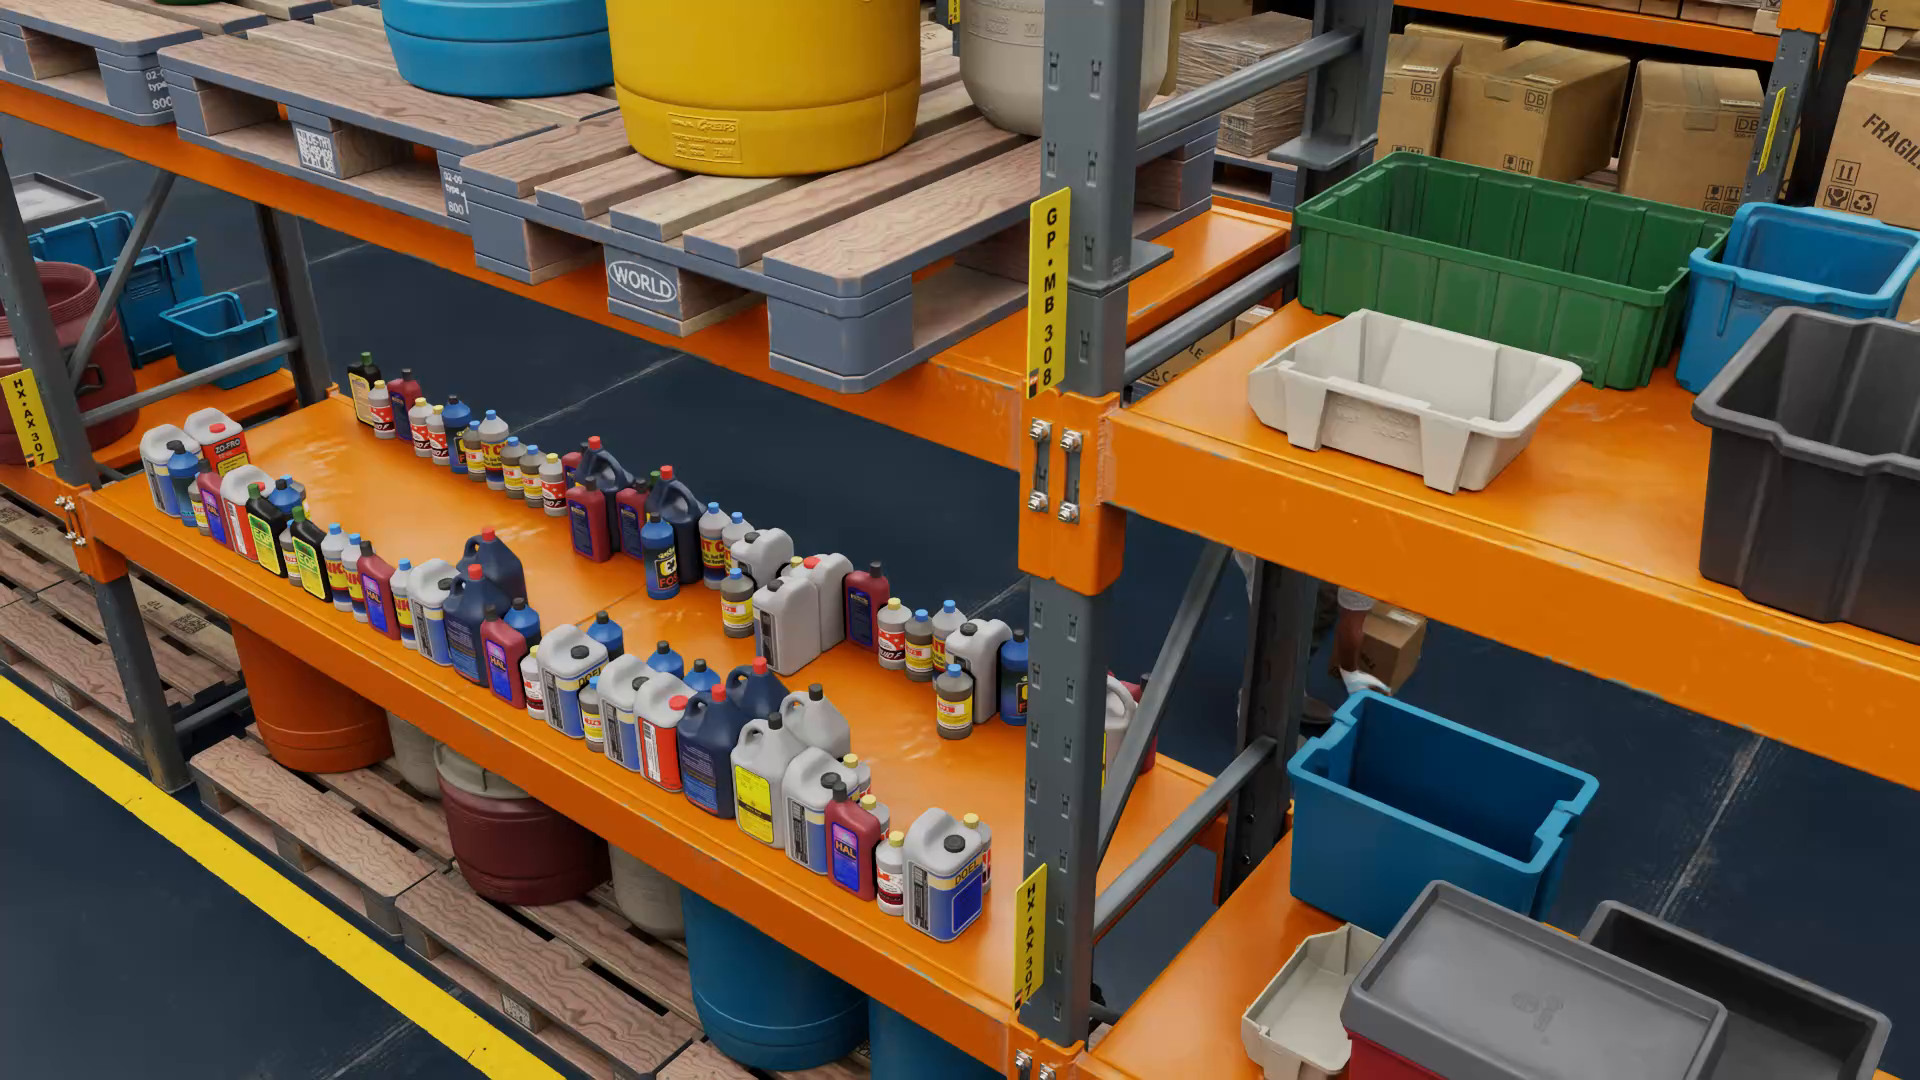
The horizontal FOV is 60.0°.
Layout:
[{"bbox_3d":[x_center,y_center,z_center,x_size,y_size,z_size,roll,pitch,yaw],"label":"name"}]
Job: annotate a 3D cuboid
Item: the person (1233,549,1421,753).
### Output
[{"bbox_3d":[1.435,0.258,6.221,0.969,1.225,0.482,20,36,30],"label":"person"}]
